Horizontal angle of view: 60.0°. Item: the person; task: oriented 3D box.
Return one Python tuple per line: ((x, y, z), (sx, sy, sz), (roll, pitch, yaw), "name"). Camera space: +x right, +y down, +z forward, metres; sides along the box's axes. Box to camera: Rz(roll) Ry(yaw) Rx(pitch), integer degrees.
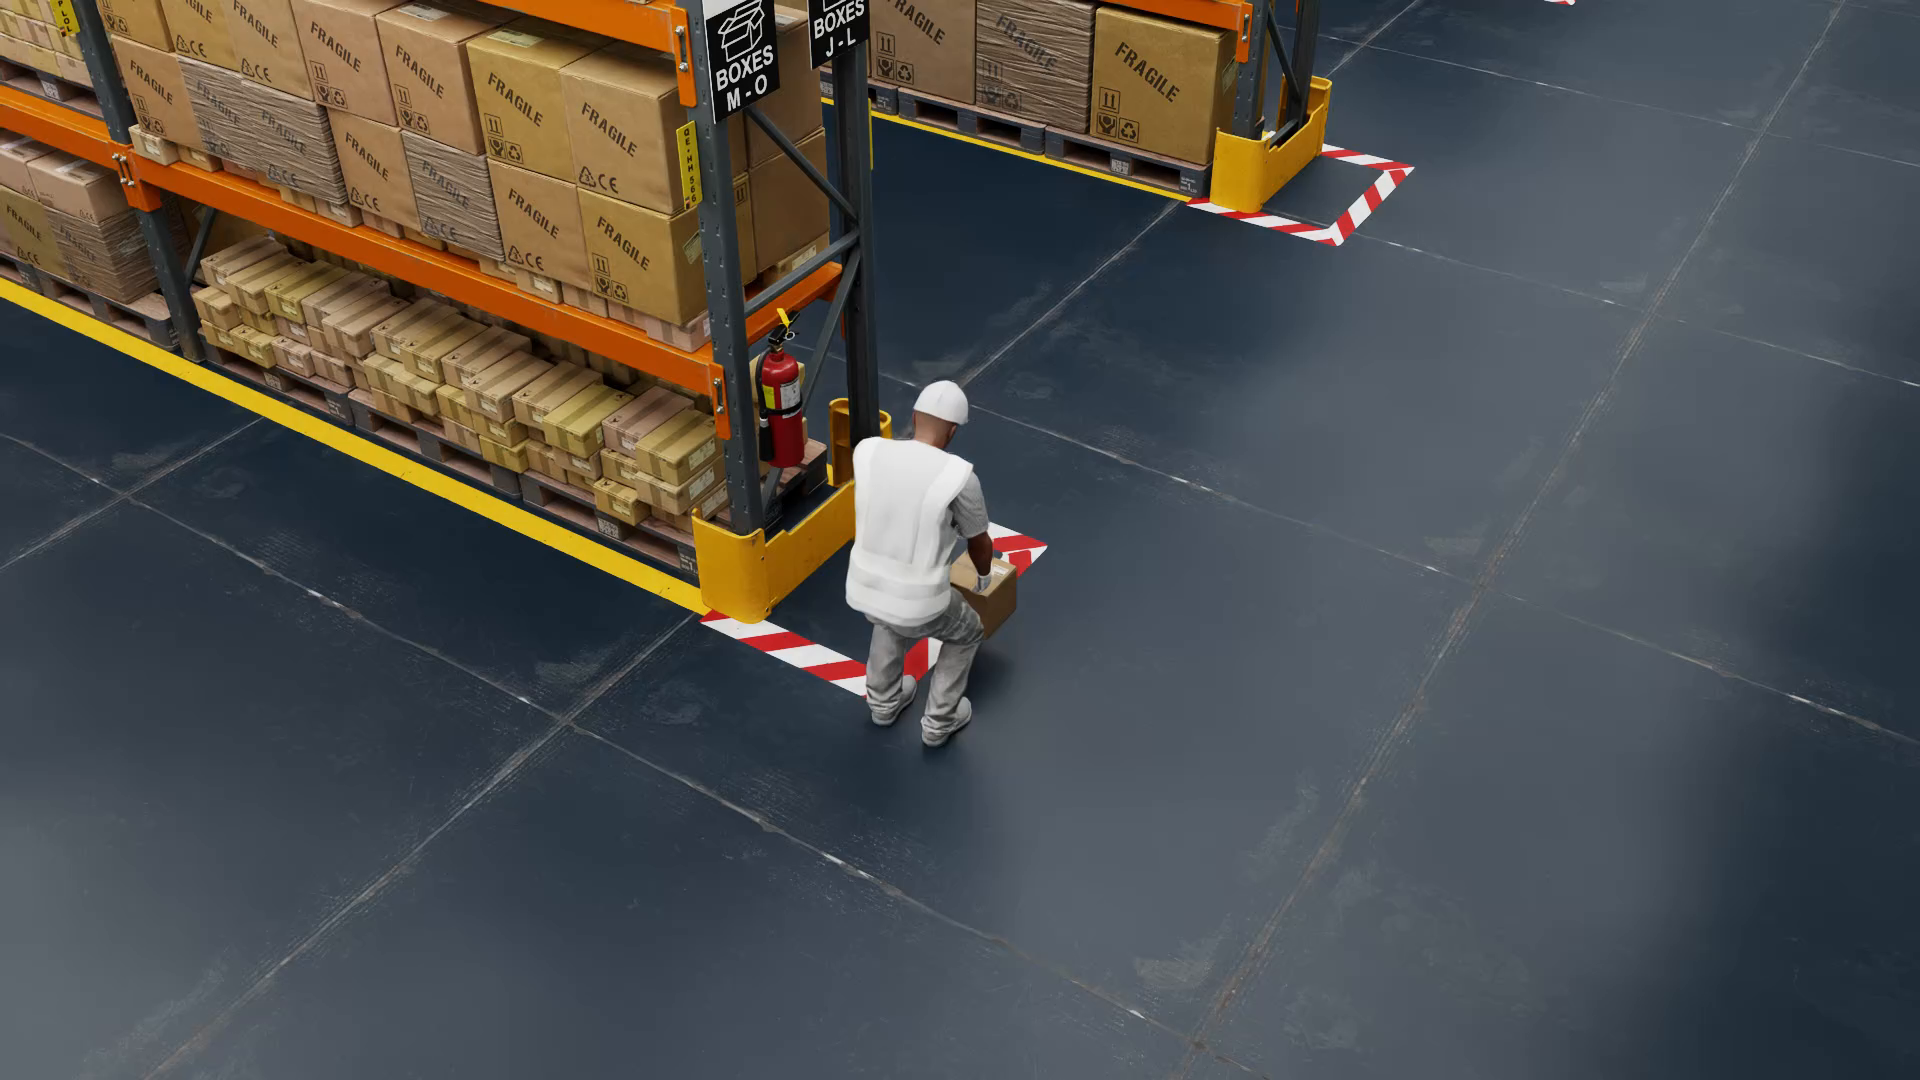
((-0.185, 0.120, 6.721), (0.608, 1.526, 0.696), (20, 42, 24), "person")
